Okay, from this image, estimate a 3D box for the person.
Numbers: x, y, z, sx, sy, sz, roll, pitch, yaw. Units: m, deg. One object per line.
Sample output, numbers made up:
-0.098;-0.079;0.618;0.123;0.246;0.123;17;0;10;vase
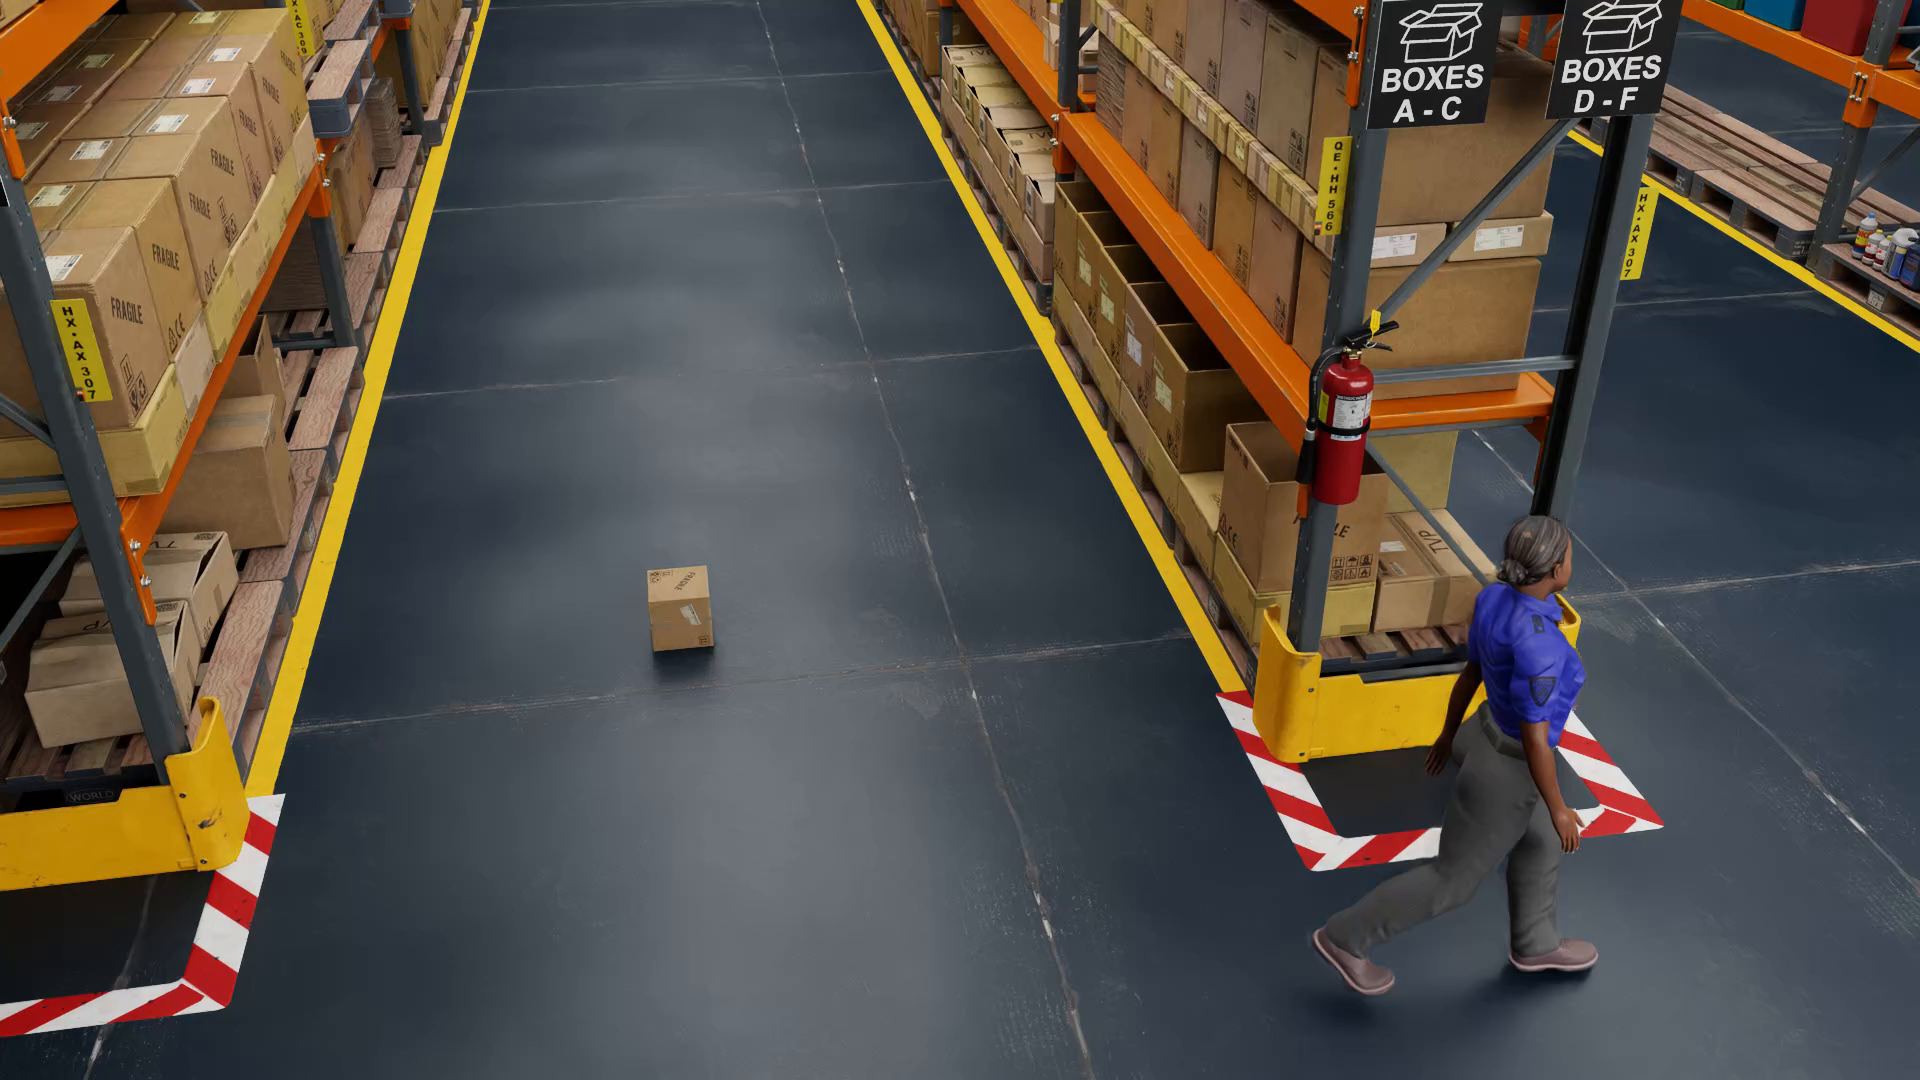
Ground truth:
1.593;0.684;4.994;0.955;1.613;0.524;2;31;3;person
